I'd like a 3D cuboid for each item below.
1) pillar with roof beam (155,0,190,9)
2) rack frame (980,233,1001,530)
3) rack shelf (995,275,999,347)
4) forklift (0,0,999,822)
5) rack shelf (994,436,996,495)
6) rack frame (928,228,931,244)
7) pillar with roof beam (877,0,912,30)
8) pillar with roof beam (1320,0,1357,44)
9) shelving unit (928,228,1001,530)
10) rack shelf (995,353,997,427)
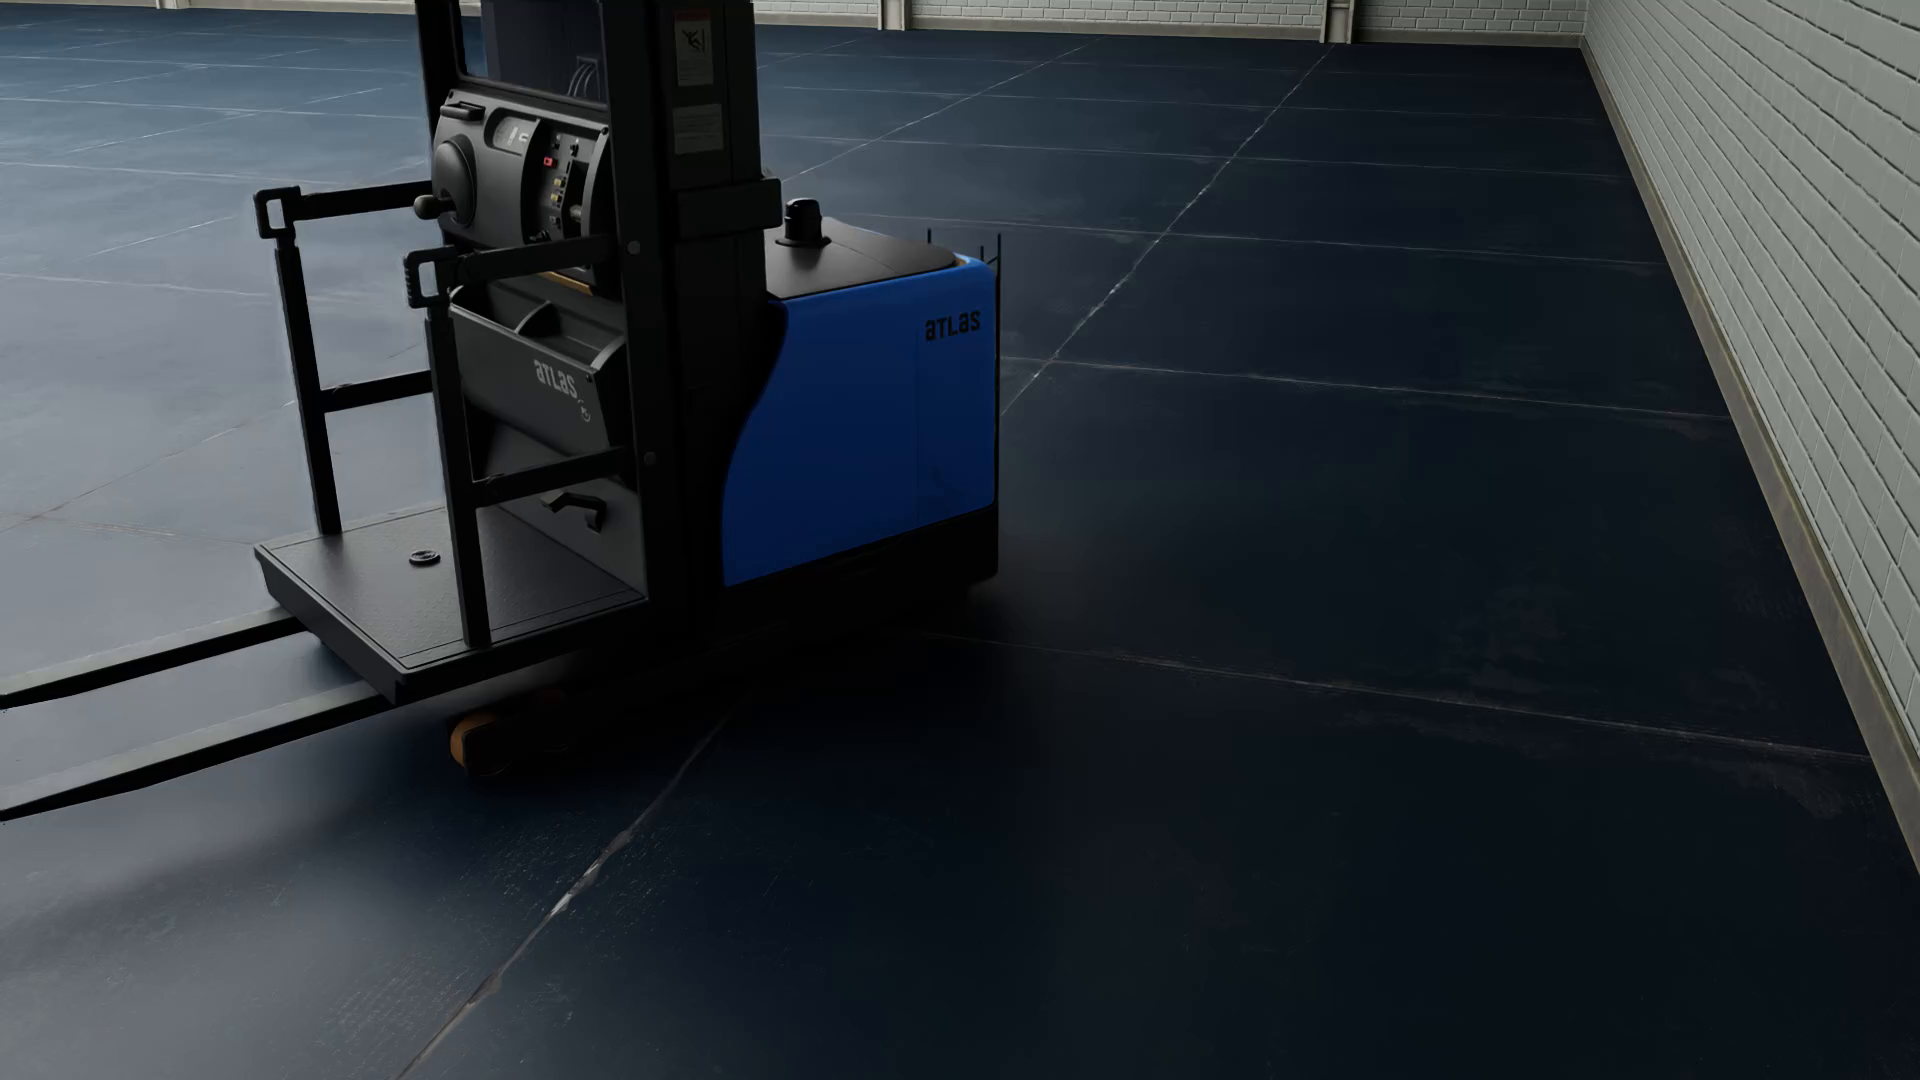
[{"bbox_3d":[-13.632,-10.981,20.684,0.400,9.000,9.100,7,23,16],"label":"pillar with roof beam"},{"bbox_3d":[0.100,-0.485,5.569,0.008,1.050,0.200,7,23,18],"label":"rack frame"},{"bbox_3d":[-0.016,-0.753,5.502,0.240,0.259,0.215,7,23,18],"label":"rack shelf"},{"bbox_3d":[-1.330,-0.971,4.275,3.031,2.935,1.130,-18,28,-37],"label":"forklift"},{"bbox_3d":[-0.016,-0.233,5.715,0.240,0.259,0.215,7,23,18],"label":"rack shelf"},{"bbox_3d":[-0.131,-0.515,5.642,0.008,1.050,0.200,7,23,18],"label":"rack frame"},{"bbox_3d":[-2.144,-9.666,17.477,0.400,9.000,9.100,7,23,16],"label":"pillar with roof beam"},{"bbox_3d":[3.600,-9.008,15.873,0.400,9.000,9.100,7,23,16],"label":"pillar with roof beam"},{"bbox_3d":[-0.016,-0.500,5.605,0.252,1.050,0.215,7,23,18],"label":"shelving unit"},{"bbox_3d":[-0.016,-0.490,5.609,0.240,0.259,0.215,7,23,18],"label":"rack shelf"}]
